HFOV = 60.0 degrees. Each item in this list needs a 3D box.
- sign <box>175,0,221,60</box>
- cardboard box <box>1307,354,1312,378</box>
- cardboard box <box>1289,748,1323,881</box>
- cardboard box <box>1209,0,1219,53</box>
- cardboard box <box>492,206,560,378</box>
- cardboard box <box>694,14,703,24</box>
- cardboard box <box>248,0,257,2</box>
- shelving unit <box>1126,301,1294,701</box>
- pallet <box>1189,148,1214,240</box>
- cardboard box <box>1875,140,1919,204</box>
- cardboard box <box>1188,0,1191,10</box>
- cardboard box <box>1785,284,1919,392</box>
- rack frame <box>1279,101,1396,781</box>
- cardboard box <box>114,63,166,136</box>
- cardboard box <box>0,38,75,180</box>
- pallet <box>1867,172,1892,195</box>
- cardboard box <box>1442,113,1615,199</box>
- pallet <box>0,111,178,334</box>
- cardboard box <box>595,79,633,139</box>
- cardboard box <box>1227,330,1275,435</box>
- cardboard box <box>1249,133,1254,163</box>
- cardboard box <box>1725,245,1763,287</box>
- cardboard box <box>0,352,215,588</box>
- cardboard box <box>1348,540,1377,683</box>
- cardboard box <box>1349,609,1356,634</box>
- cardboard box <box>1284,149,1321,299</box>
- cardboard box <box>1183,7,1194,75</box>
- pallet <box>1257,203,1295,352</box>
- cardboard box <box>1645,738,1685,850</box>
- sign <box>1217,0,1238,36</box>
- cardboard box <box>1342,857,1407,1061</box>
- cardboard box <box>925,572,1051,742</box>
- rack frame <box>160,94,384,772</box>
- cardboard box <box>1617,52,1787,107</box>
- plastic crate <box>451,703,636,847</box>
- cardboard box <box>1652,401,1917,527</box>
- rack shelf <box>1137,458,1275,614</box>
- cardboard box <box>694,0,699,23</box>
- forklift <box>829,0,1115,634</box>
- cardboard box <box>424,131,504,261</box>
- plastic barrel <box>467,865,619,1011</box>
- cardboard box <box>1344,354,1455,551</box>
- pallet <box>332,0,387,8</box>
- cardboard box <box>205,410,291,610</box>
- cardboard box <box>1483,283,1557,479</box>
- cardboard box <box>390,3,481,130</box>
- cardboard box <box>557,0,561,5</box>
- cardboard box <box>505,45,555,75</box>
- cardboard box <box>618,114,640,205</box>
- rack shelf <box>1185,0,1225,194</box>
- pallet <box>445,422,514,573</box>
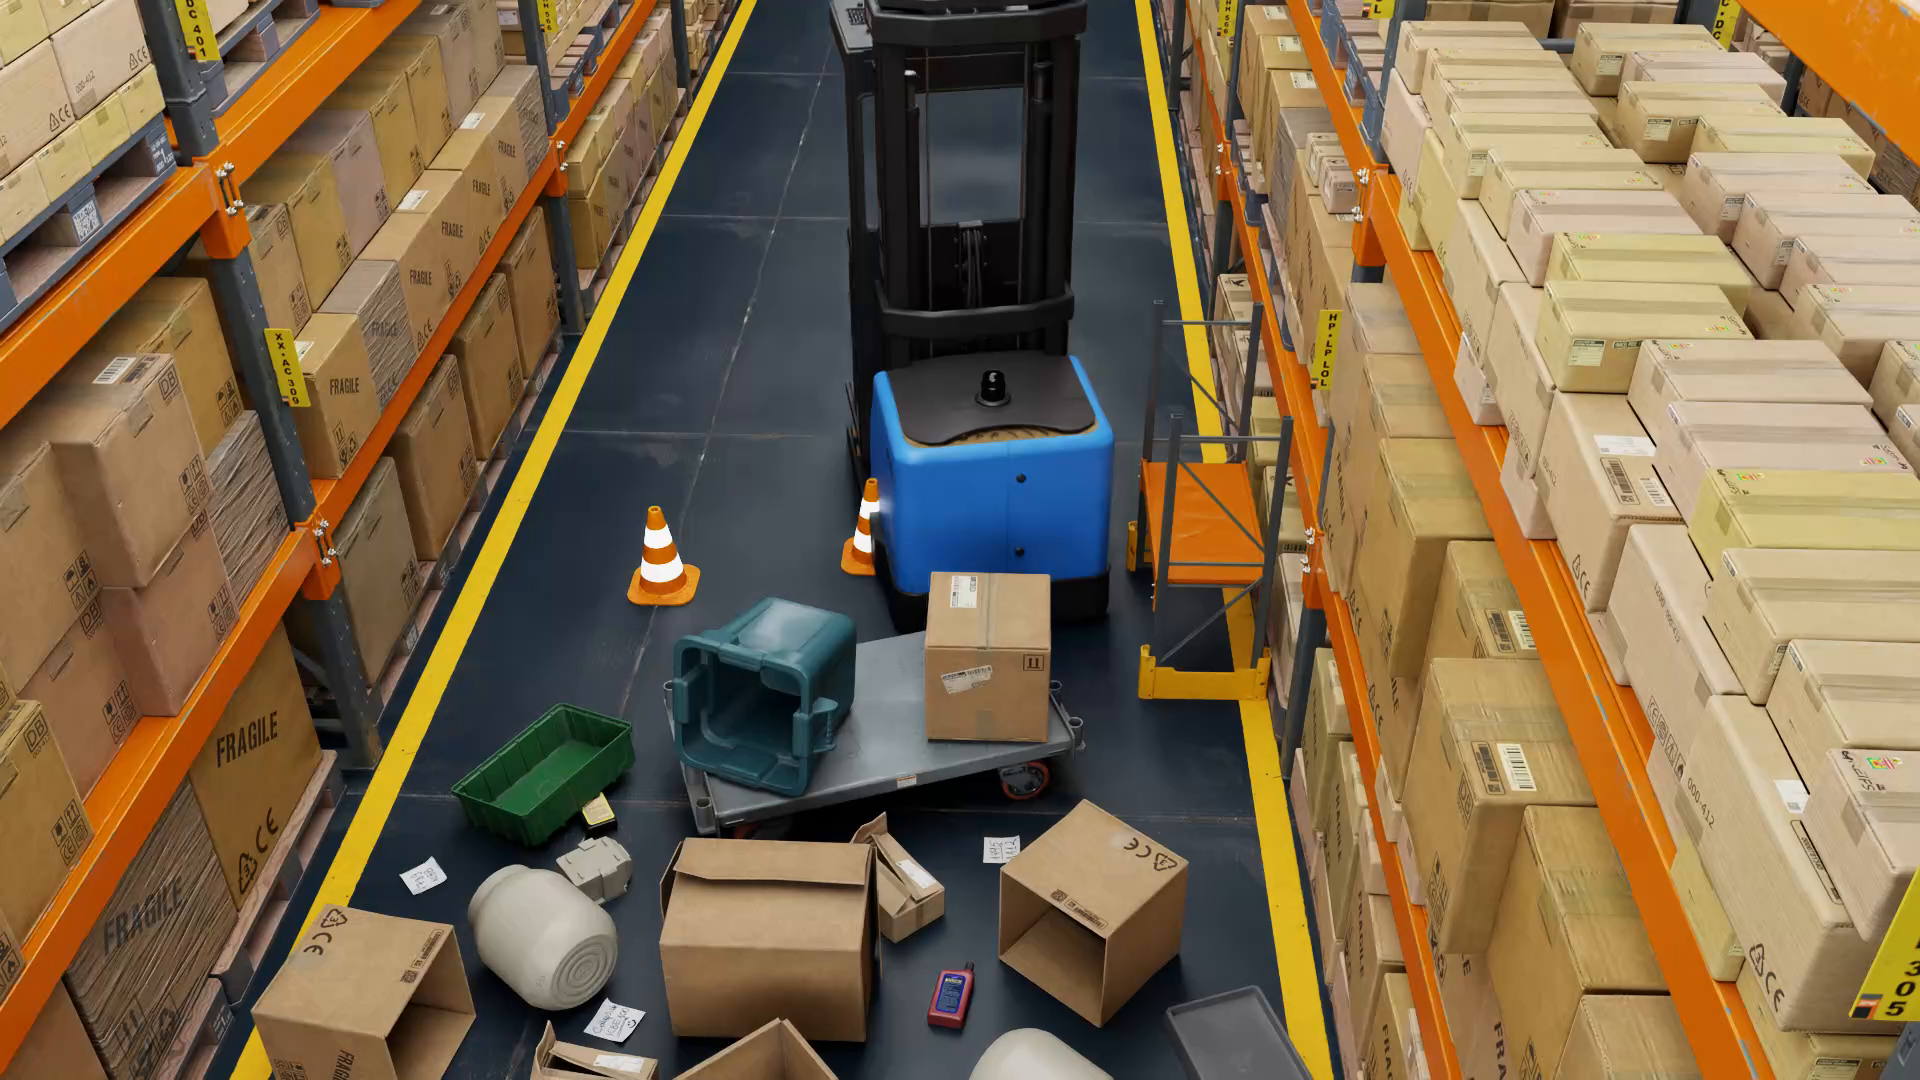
[{"bbox_3d":[-2.496,-1.722,5.410,0.100,0.325,0.005,1,35,2],"label":"sign"},{"bbox_3d":[1.672,-0.729,6.977,0.380,0.149,0.250,0,35,0],"label":"cardboard box"},{"bbox_3d":[1.606,1.079,6.577,0.500,0.250,0.500,0,35,0],"label":"cardboard box"},{"bbox_3d":[1.842,-3.227,10.374,0.500,0.250,0.500,0,35,1],"label":"cardboard box"},{"bbox_3d":[-3.005,-1.464,9.762,1.050,0.750,0.750,1,35,1],"label":"cardboard box"},{"bbox_3d":[-2.465,-4.510,14.618,0.380,0.149,0.250,1,35,1],"label":"cardboard box"},{"bbox_3d":[-2.761,-2.190,6.361,0.250,0.149,0.380,1,35,2],"label":"cardboard box"},{"bbox_3d":[1.129,-0.189,7.660,0.587,1.500,1.083,1,35,1],"label":"shelving unit"},{"bbox_3d":[2.219,-2.514,12.089,1.003,0.211,1.213,1,35,2],"label":"pallet"},{"bbox_3d":[6.873,-2.676,11.703,0.500,0.500,0.500,0,35,0],"label":"cardboard box"},{"bbox_3d":[1.883,-3.903,11.771,0.500,0.250,0.500,1,35,2],"label":"cardboard box"},{"bbox_3d":[2.049,-0.432,3.618,0.380,0.149,0.250,2,35,3],"label":"cardboard box"},{"bbox_3d":[1.899,-0.206,6.381,1.000,3.000,0.127,1,35,2],"label":"rack frame"},{"bbox_3d":[-2.746,-1.383,5.213,0.380,0.149,0.250,1,35,2],"label":"cardboard box"},{"bbox_3d":[-2.835,-1.184,4.582,0.500,0.250,0.500,1,35,2],"label":"cardboard box"},{"bbox_3d":[7.139,-2.378,11.896,1.003,0.211,1.213,1,35,2],"label":"pallet"},{"bbox_3d":[1.522,-1.032,4.471,0.380,0.149,0.250,1,35,2],"label":"cardboard box"},{"bbox_3d":[-3.094,-0.984,4.955,1.003,0.211,1.213,1,35,2],"label":"pallet"},{"bbox_3d":[-2.568,-2.983,11.488,0.500,0.250,0.500,2,35,2],"label":"cardboard box"},{"bbox_3d":[2.006,-0.853,9.220,0.950,0.372,0.625,1,35,1],"label":"cardboard box"},{"bbox_3d":[1.759,-2.073,8.890,0.380,0.149,0.250,-1,35,-1],"label":"cardboard box"},{"bbox_3d":[2.096,-0.651,4.277,0.500,0.250,0.500,1,35,1],"label":"cardboard box"},{"bbox_3d":[-3.006,-0.236,5.353,0.875,0.550,0.550,1,35,2],"label":"cardboard box"},{"bbox_3d":[1.606,0.166,5.505,0.500,0.500,0.500,1,35,2],"label":"cardboard box"},{"bbox_3d":[1.608,0.216,5.998,0.380,0.149,0.250,2,35,3],"label":"cardboard box"},{"bbox_3d":[1.734,-1.393,7.358,0.500,0.500,0.500,2,35,4],"label":"cardboard box"},{"bbox_3d":[2.353,-4.284,14.046,0.875,0.438,0.875,1,35,1],"label":"cardboard box"},{"bbox_3d":[2.021,-1.288,8.086,1.003,0.211,1.213,1,35,2],"label":"pallet"},{"bbox_3d":[1.495,0.460,3.042,0.380,0.149,0.250,2,35,3],"label":"cardboard box"},{"bbox_3d":[1.505,-2.989,9.333,0.100,0.325,0.005,1,35,2],"label":"sign"},{"bbox_3d":[1.573,1.378,5.500,0.500,0.500,0.500,3,35,4],"label":"cardboard box"},{"bbox_3d":[0.119,0.483,6.916,0.500,0.500,0.500,1,35,2],"label":"cardboard box"},{"bbox_3d":[-3.051,-0.263,6.461,1.000,3.000,0.127,1,35,2],"label":"rack frame"},{"bbox_3d":[2.171,-1.319,4.880,0.380,0.149,0.250,0,35,1],"label":"cardboard box"},{"bbox_3d":[-1.749,0.994,7.068,0.450,0.188,0.662,11,35,32],"label":"plastic crate"},{"bbox_3d":[1.576,-0.139,3.202,0.380,0.149,0.250,1,35,2],"label":"cardboard box"},{"bbox_3d":[1.129,-0.037,7.756,0.538,0.185,1.000,1,35,1],"label":"rack shelf"},{"bbox_3d":[-2.487,-4.630,14.531,0.380,0.149,0.250,0,35,-1],"label":"cardboard box"},{"bbox_3d":[-0.030,-1.584,8.401,1.130,2.935,3.031,-6,35,-8],"label":"forklift"},{"bbox_3d":[-2.682,-1.763,8.509,0.500,0.500,0.500,1,35,1],"label":"cardboard box"},{"bbox_3d":[-1.564,1.479,6.224,0.512,0.421,0.421,28,44,33],"label":"plastic barrel"},{"bbox_3d":[1.622,-0.237,5.209,0.700,0.500,0.500,2,35,2],"label":"cardboard box"},{"bbox_3d":[-2.905,-2.697,7.480,1.003,0.211,1.213,3,35,4],"label":"pallet"},{"bbox_3d":[-3.054,-0.112,6.116,0.875,0.550,0.550,1,35,2],"label":"cardboard box"},{"bbox_3d":[1.545,-0.373,3.881,0.500,0.250,0.500,2,35,2],"label":"cardboard box"},{"bbox_3d":[-2.937,-2.462,8.634,0.700,0.500,0.500,1,35,1],"label":"cardboard box"},{"bbox_3d":[-2.656,-3.430,10.303,0.380,0.149,0.250,1,35,2],"label":"cardboard box"},{"bbox_3d":[-2.671,-2.882,10.041,0.380,0.149,0.250,1,35,1],"label":"cardboard box"},{"bbox_3d":[-2.574,-2.694,11.729,0.500,0.500,0.500,0,35,1],"label":"cardboard box"},{"bbox_3d":[2.140,-3.359,11.492,1.077,0.370,4.000,1,35,2],"label":"rack shelf"},{"bbox_3d":[-3.049,-0.270,8.896,1.003,0.211,1.213,1,35,2],"label":"pallet"}]
